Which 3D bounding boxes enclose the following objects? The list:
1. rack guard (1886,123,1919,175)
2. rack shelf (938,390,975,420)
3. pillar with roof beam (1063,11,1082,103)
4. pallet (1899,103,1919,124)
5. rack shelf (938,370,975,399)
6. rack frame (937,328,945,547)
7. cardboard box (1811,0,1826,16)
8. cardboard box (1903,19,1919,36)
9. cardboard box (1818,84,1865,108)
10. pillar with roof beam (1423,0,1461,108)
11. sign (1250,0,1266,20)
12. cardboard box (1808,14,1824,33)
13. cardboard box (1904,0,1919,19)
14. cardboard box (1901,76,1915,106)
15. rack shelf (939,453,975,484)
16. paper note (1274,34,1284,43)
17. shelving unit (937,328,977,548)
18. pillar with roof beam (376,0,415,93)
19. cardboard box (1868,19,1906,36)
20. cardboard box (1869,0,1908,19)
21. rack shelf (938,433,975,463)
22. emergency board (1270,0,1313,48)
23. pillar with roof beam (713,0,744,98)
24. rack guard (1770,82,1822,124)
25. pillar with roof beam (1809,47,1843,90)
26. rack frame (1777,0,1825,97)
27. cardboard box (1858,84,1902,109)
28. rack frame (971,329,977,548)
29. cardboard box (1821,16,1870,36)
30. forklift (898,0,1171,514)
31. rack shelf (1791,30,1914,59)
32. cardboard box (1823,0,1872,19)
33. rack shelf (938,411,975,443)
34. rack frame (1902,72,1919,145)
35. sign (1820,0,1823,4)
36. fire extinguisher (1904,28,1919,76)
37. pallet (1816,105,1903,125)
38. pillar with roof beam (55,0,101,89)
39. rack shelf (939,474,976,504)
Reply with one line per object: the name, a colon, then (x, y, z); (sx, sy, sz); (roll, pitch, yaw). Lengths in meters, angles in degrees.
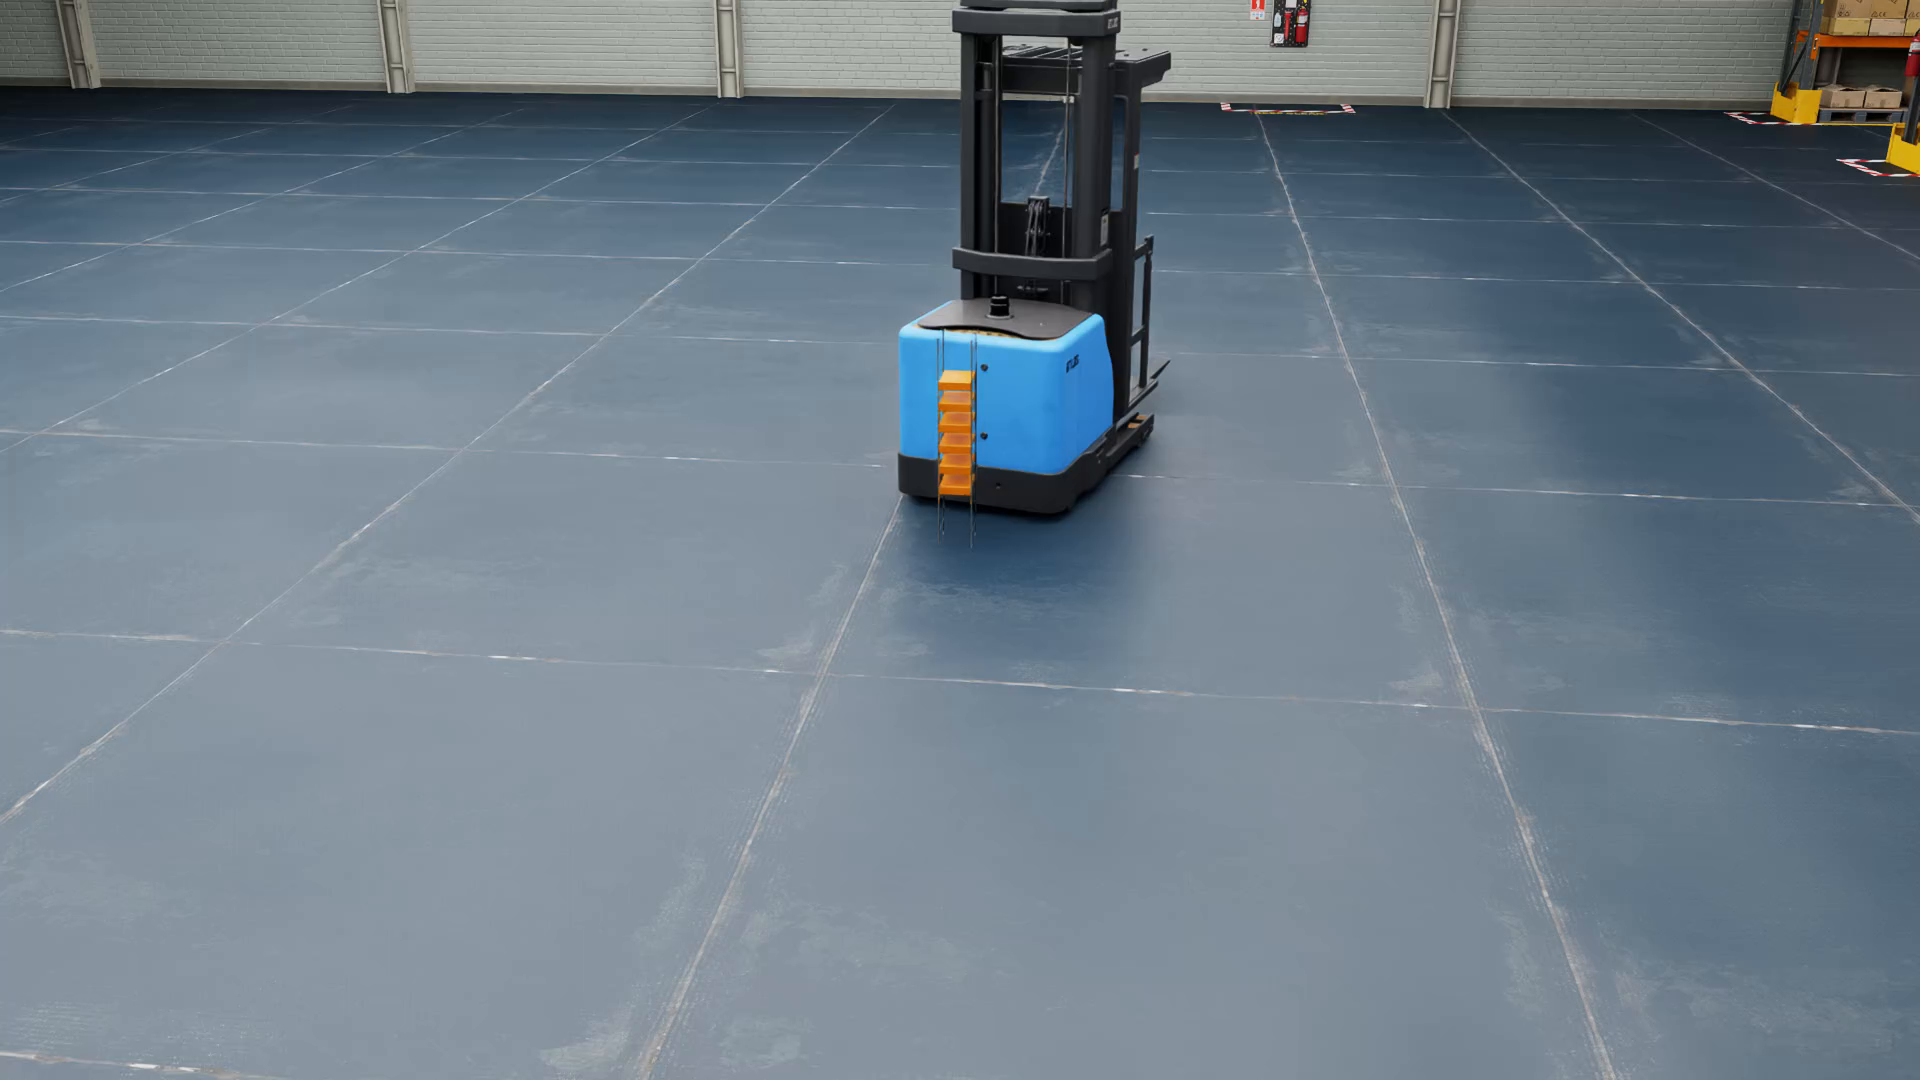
rack guard: (12.485, -5.088, 21.630); (0.348, 0.500, 1.175); (2, 22, 6)
rack shelf: (-0.014, -0.740, 9.149); (0.180, 0.103, 0.258); (2, 22, 6)
pillar with roof beam: (1.461, -10.081, 22.700); (0.400, 9.000, 9.100); (2, 22, 6)
pallet: (15.174, -6.657, 25.990); (1.213, 0.211, 1.003); (2, 22, 6)
rack shelf: (-0.014, -0.852, 9.105); (0.180, 0.103, 0.258); (2, 22, 6)
rack frame: (-0.105, -0.563, 9.231); (0.006, 1.200, 0.240); (2, 22, 6)
cardboard box: (13.581, -8.404, 25.774); (0.500, 0.500, 0.500); (2, 22, 6)
cardboard box: (14.557, -7.820, 25.316); (0.500, 0.250, 0.500); (2, 22, 5)
cardboard box: (13.764, -6.950, 25.998); (0.500, 0.311, 0.500); (0, 22, 0)
pillar with roof beam: (7.420, -9.822, 22.044); (0.400, 9.000, 9.100); (2, 22, 6)
sign: (4.940, -8.803, 27.577); (0.234, 0.329, 0.001); (2, 22, 6)
cardboard box: (13.575, -8.049, 25.895); (0.500, 0.250, 0.500); (3, 22, 7)
cardboard box: (14.528, -8.167, 25.174); (0.500, 0.500, 0.500); (2, 22, 5)
cardboard box: (15.053, -6.963, 25.774); (0.500, 0.500, 0.700); (1, 22, 3)
rack shelf: (-0.014, -0.406, 9.281); (0.180, 0.103, 0.258); (2, 22, 6)
paper note: (5.309, -8.348, 27.673); (0.142, 0.148, 0.016); (2, 22, 6)
shelving unit: (-0.014, -0.559, 9.221); (0.189, 1.200, 0.258); (2, 22, 6)
pillar with roof beam: (-10.455, -10.601, 24.014); (0.400, 9.000, 9.100); (2, 22, 6)
cardboard box: (14.052, -7.844, 25.377); (0.500, 0.250, 0.500); (2, 22, 5)
cardboard box: (14.016, -8.191, 25.236); (0.500, 0.500, 0.500); (3, 22, 6)
rack shelf: (-0.014, -0.517, 9.237); (0.180, 0.103, 0.258); (2, 22, 6)
emergency board: (5.477, -8.725, 27.428); (0.643, 1.169, 0.194); (2, 22, 6)
pillar with roof beam: (-4.497, -10.341, 23.357); (0.400, 9.000, 9.100); (2, 22, 6)
rack guard: (13.163, -6.893, 26.195); (0.348, 0.500, 1.175); (2, 22, 6)
pillar with roof beam: (13.378, -9.562, 21.387); (0.400, 9.000, 9.100); (2, 22, 6)
rack frame: (13.088, -8.059, 25.743); (0.127, 3.000, 1.000); (2, 22, 6)
cardboard box: (14.330, -6.925, 25.936); (0.500, 0.311, 0.500); (4, 22, 11)
rack frame: (0.076, -0.555, 9.211); (0.006, 1.200, 0.240); (2, 22, 6)
cardboard box: (13.535, -7.861, 25.421); (0.500, 0.250, 0.500); (2, 22, 5)
forklift: (0.656, -2.024, 10.573); (1.130, 2.935, 3.031); (9, 23, 21)
rack shelf: (15.074, -7.637, 25.657); (4.000, 0.370, 1.077); (2, 22, 6)
cardboard box: (13.526, -8.216, 25.300); (0.500, 0.500, 0.500); (3, 22, 6)
rack shelf: (-0.014, -0.629, 9.193); (0.180, 0.103, 0.258); (2, 22, 6)
rack frame: (12.508, -6.250, 21.168); (0.127, 3.000, 1.000); (2, 22, 6)
sign: (13.024, -8.263, 25.083); (0.005, 0.325, 0.100); (2, 22, 6)
fire extinguisher: (12.446, -6.388, 21.624); (0.183, 0.674, 0.296); (2, 22, 6)
pallet: (13.966, -6.710, 26.126); (1.213, 0.211, 1.003); (2, 22, 6)
pillar with roof beam: (-16.413, -10.860, 24.670); (0.400, 9.000, 9.100); (2, 22, 6)
rack shelf: (-0.014, -0.294, 9.325); (0.180, 0.103, 0.258); (2, 22, 6)
